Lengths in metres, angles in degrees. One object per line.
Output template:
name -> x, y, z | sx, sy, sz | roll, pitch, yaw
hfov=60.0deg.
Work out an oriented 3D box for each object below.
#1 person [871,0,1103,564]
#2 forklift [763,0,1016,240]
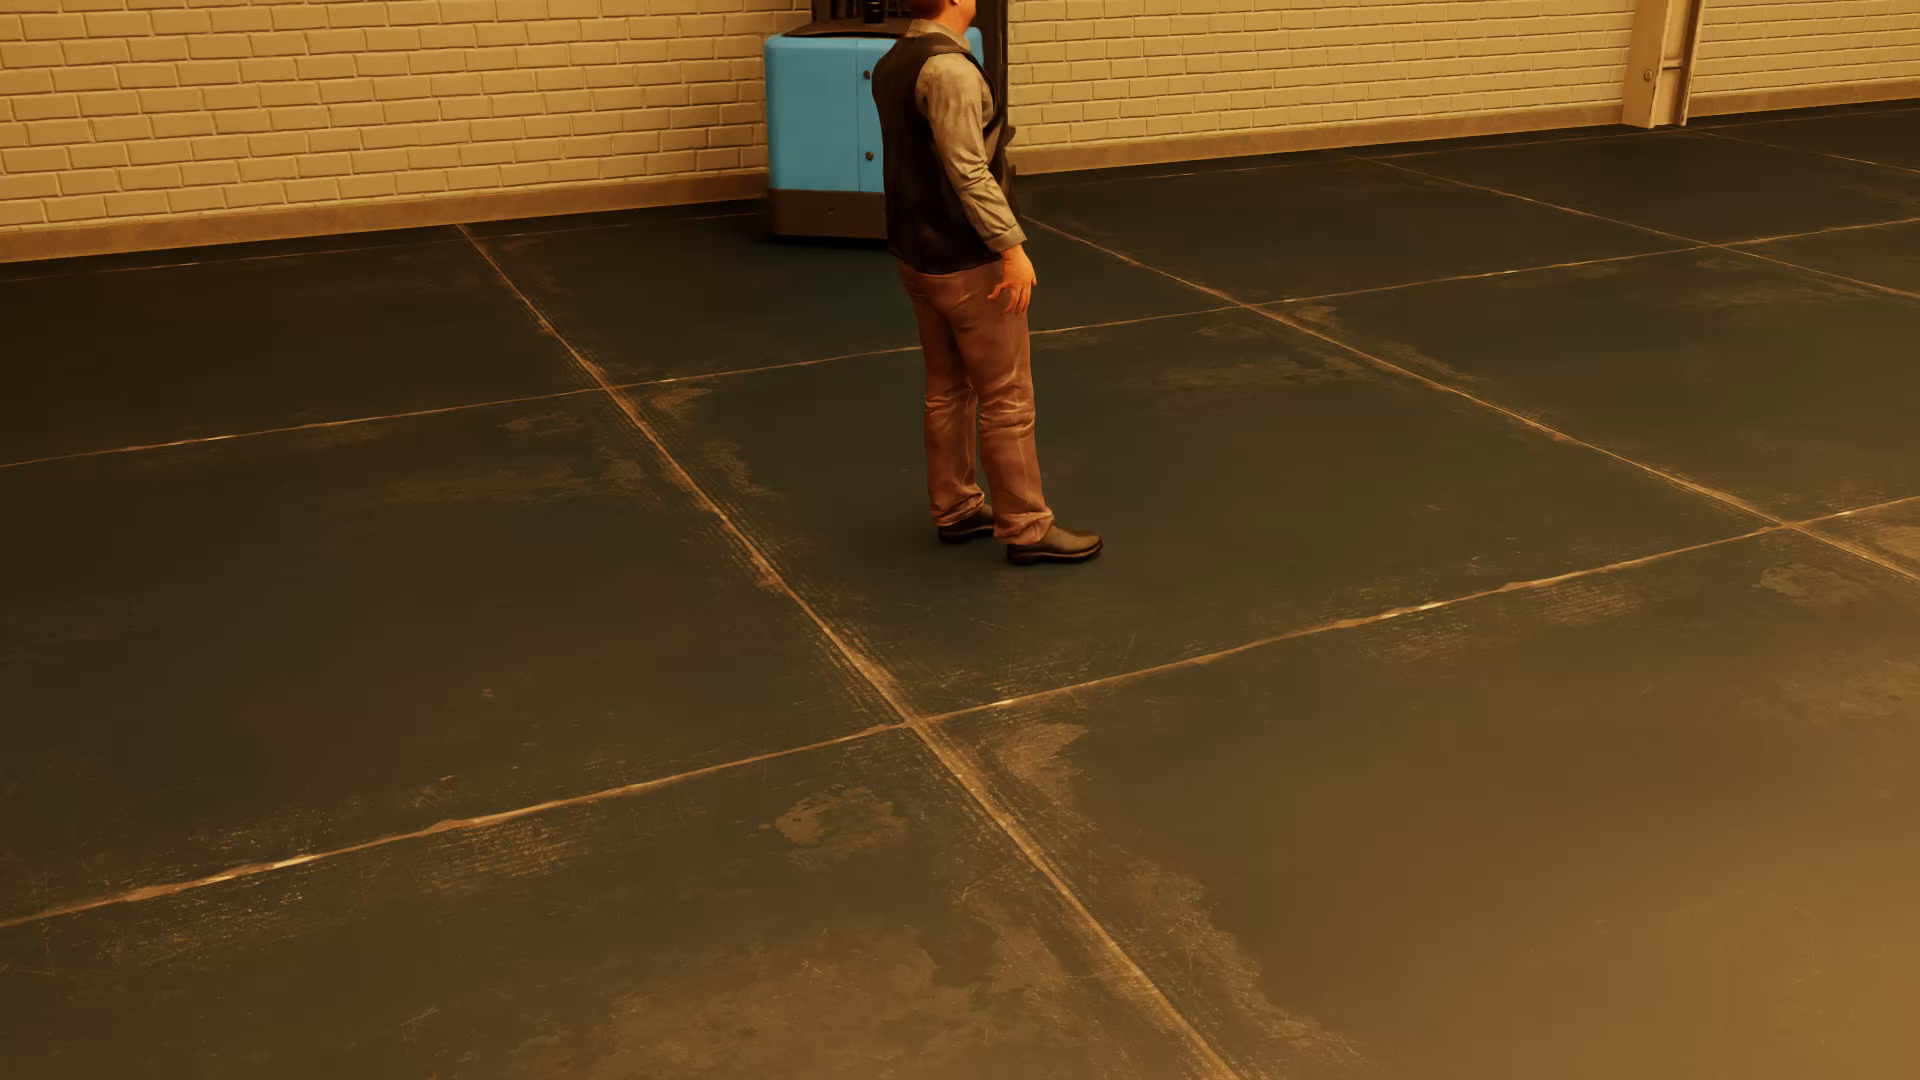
person -> 0.059, -0.809, 4.791 | 0.568, 1.720, 0.632 | -10, 25, -23
forklift -> -0.266, -3.445, 9.579 | 1.130, 2.935, 3.031 | 4, 23, 9
